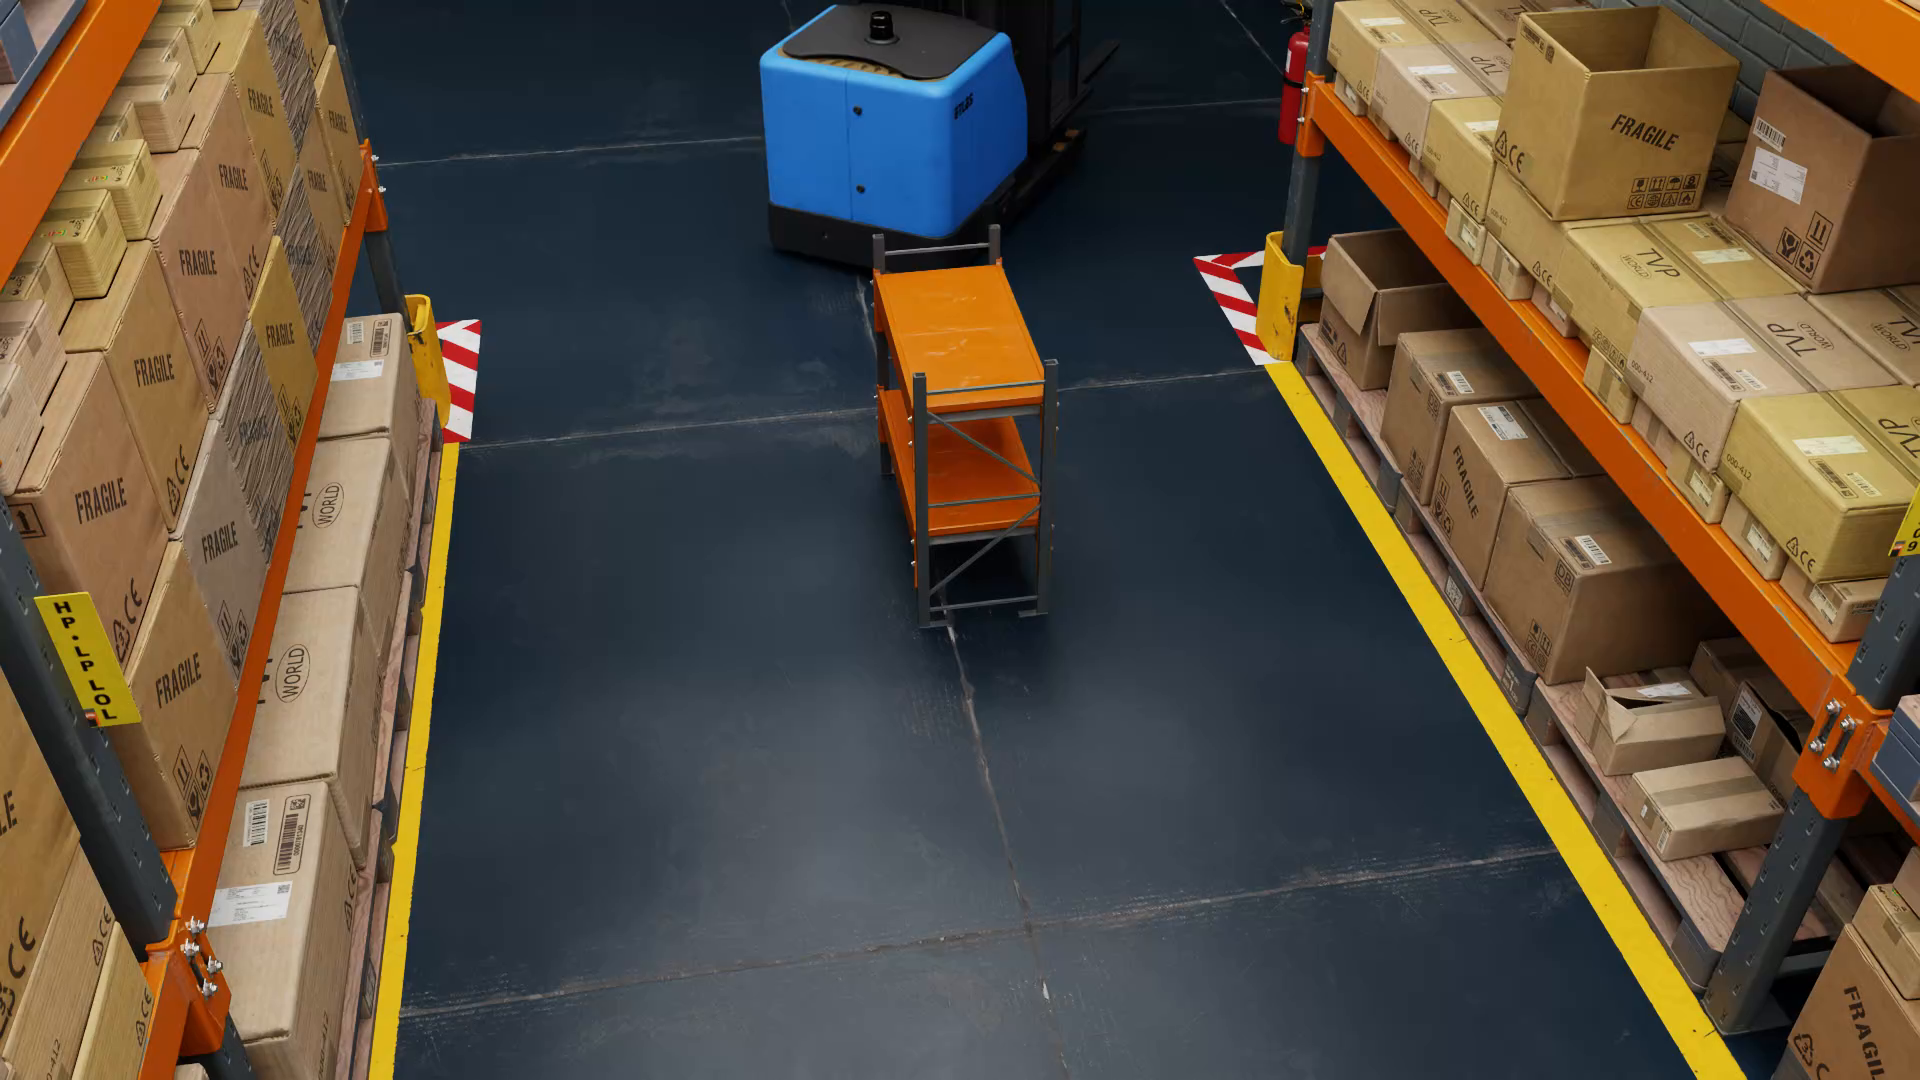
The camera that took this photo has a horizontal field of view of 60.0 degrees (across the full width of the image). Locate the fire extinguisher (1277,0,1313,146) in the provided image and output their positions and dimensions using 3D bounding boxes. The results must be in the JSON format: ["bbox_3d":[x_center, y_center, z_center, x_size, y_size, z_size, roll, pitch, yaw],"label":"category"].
[{"bbox_3d":[1.529,-2.094,7.367,0.296,0.674,0.183,-6,38,-8],"label":"fire extinguisher"}]

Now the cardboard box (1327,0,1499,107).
[{"bbox_3d":[1.825,-1.988,6.743,0.500,0.250,0.500,-6,38,-8],"label":"cardboard box"}]

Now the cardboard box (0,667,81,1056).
[{"bbox_3d":[-1.849,0.528,2.729,0.500,0.500,0.500,-5,38,-6],"label":"cardboard box"}]

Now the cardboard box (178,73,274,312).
[{"bbox_3d":[-2.267,-0.950,4.631,0.500,0.500,0.500,-6,38,-8],"label":"cardboard box"}]

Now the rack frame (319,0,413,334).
[{"bbox_3d":[-2.876,-1.696,6.489,1.000,3.000,0.127,-6,38,-8],"label":"rack frame"}]

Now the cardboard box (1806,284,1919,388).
[{"bbox_3d":[2.796,-0.505,4.835,0.500,0.250,0.500,-7,38,-8],"label":"cardboard box"}]

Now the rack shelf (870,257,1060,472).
[{"bbox_3d":[-0.001,-0.679,6.231,0.538,0.278,1.000,-6,38,-8],"label":"rack shelf"}]

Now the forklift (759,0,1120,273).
[{"bbox_3d":[0.077,-3.343,8.664,1.130,2.935,3.031,15,40,19],"label":"forklift"}]

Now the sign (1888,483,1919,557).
[{"bbox_3d":[2.179,-0.095,3.722,0.100,0.325,0.005,-6,38,-8],"label":"sign"}]

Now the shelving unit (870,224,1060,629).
[{"bbox_3d":[-0.001,-0.448,6.410,0.538,1.125,1.048,-6,38,-8],"label":"shelving unit"}]

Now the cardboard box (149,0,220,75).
[{"bbox_3d":[-2.338,-1.427,4.716,0.380,0.149,0.250,-5,38,-7],"label":"cardboard box"}]

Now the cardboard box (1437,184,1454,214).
[{"bbox_3d":[2.004,-1.282,6.161,0.380,0.149,0.250,-6,38,-7],"label":"cardboard box"}]

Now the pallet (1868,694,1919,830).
[{"bbox_3d":[2.744,0.754,3.491,1.003,0.211,1.213,-6,38,-8],"label":"pallet"}]

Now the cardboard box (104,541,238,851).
[{"bbox_3d":[-1.999,0.369,3.749,0.500,0.500,0.500,-5,38,-6],"label":"cardboard box"}]

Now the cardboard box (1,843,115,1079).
[{"bbox_3d":[-1.858,0.822,2.962,0.500,0.250,0.500,-6,38,-8],"label":"cardboard box"}]

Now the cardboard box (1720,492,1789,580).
[{"bbox_3d":[2.340,-0.038,4.558,0.380,0.149,0.250,-5,38,-7],"label":"cardboard box"}]

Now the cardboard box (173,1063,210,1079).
[{"bbox_3d":[-1.987,1.759,3.431,0.875,0.875,0.875,-5,38,-7],"label":"cardboard box"}]

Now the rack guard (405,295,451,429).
[{"bbox_3d":[-2.880,-0.724,7.274,1.175,0.500,0.348,-6,38,-8],"label":"rack guard"}]

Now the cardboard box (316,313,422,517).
[{"bbox_3d":[-2.662,-0.462,6.646,0.875,0.438,0.875,-7,38,-9],"label":"cardboard box"}]

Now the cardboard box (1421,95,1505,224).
[{"bbox_3d":[2.005,-1.377,5.958,0.500,0.250,0.500,-7,38,-9],"label":"cardboard box"}]

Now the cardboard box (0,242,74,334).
[{"bbox_3d":[-2.122,-0.492,3.514,0.380,0.149,0.250,-7,38,-9],"label":"cardboard box"}]

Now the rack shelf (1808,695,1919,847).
[{"bbox_3d":[3.062,1.676,2.735,1.077,0.370,4.000,-6,38,-8],"label":"rack shelf"}]

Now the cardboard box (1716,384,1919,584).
[{"bbox_3d":[2.382,-0.156,4.386,0.500,0.250,0.500,-5,38,-7],"label":"cardboard box"}]

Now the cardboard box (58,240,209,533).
[{"bbox_3d":[-2.102,-0.334,3.838,0.500,0.500,0.500,-7,38,-9],"label":"cardboard box"}]

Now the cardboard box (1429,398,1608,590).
[{"bbox_3d":[2.130,-0.181,6.233,0.500,0.500,0.500,-6,38,-7],"label":"cardboard box"}]

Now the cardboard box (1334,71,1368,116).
[{"bbox_3d":[1.798,-1.905,6.962,0.380,0.149,0.250,-7,38,-8],"label":"cardboard box"}]

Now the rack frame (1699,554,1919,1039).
[{"bbox_3d":[2.712,0.184,4.069,1.000,3.000,0.127,-6,38,-8],"label":"rack frame"}]

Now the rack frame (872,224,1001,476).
[{"bbox_3d":[-0.090,-0.755,6.805,0.500,1.125,0.032,-6,38,-8],"label":"rack frame"}]

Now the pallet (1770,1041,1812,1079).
[{"bbox_3d":[2.891,1.772,4.297,1.003,0.211,1.213,-6,38,-8],"label":"pallet"}]

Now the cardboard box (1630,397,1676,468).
[{"bbox_3d":[2.251,-0.353,4.965,0.380,0.149,0.250,-5,38,-7],"label":"cardboard box"}]

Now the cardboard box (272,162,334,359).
[{"bbox_3d":[-2.358,-0.859,5.329,0.500,0.500,0.500,-5,38,-7],"label":"cardboard box"}]

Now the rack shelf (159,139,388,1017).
[{"bbox_3d":[-2.525,-0.204,5.154,1.077,0.370,4.000,-6,38,-8],"label":"rack shelf"}]

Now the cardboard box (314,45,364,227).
[{"bbox_3d":[-2.531,-1.473,6.119,0.500,0.500,0.500,-6,38,-8],"label":"cardboard box"}]

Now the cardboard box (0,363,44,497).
[{"bbox_3d":[-1.974,-0.189,3.124,0.380,0.149,0.250,-7,38,-9],"label":"cardboard box"}]

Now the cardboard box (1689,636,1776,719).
[{"bbox_3d":[2.752,0.457,5.698,0.380,0.149,0.250,-7,38,-9],"label":"cardboard box"}]

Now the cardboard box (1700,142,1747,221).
[{"bbox_3d":[2.615,-1.114,5.619,0.500,0.250,0.500,-6,38,-8],"label":"cardboard box"}]

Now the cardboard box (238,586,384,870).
[{"bbox_3d":[-2.337,0.634,5.235,0.875,0.438,0.875,-7,38,-9],"label":"cardboard box"}]

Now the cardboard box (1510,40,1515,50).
[{"bbox_3d":[2.441,-1.730,6.411,0.500,0.250,0.500,-6,38,-8],"label":"cardboard box"}]

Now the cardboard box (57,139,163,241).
[{"bbox_3d":[-2.123,-0.813,3.926,0.380,0.149,0.250,-7,38,-9],"label":"cardboard box"}]

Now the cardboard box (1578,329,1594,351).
[{"bbox_3d":[2.244,-0.673,5.375,0.380,0.149,0.250,-6,38,-7],"label":"cardboard box"}]

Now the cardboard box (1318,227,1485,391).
[{"bbox_3d":[2.024,-1.033,7.327,0.797,0.503,0.637,-8,38,-10],"label":"cardboard box"}]

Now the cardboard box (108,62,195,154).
[{"bbox_3d":[-2.223,-1.111,4.310,0.380,0.149,0.250,-6,38,-8],"label":"cardboard box"}]

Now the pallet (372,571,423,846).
[{"bbox_3d":[-2.448,0.615,5.787,1.003,0.211,1.213,-6,38,-8],"label":"pallet"}]

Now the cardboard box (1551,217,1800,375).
[{"bbox_3d":[2.205,-0.760,5.163,0.500,0.250,0.500,-6,38,-8],"label":"cardboard box"}]

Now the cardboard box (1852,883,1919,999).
[{"bbox_3d":[2.513,0.994,4.192,0.380,0.149,0.250,-5,38,-6],"label":"cardboard box"}]

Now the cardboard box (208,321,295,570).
[{"bbox_3d":[-2.164,-0.237,4.528,0.500,0.500,0.500,-6,38,-8],"label":"cardboard box"}]

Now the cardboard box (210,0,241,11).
[{"bbox_3d":[-2.416,-1.737,5.116,0.380,0.149,0.250,-5,38,-7],"label":"cardboard box"}]

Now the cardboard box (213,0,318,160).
[{"bbox_3d":[-2.436,-1.553,5.407,0.500,0.500,0.500,-6,38,-8],"label":"cardboard box"}]

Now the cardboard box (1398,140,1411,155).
[{"bbox_3d":[1.968,-1.602,6.571,0.380,0.149,0.250,-7,38,-9],"label":"cardboard box"}]

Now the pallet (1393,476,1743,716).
[{"bbox_3d":[2.375,0.131,6.409,1.003,0.211,1.213,-6,38,-8],"label":"pallet"}]

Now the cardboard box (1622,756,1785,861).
[{"bbox_3d":[2.325,0.839,5.207,0.380,0.149,0.250,-7,38,-9],"label":"cardboard box"}]

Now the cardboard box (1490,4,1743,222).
[{"bbox_3d":[2.088,-1.378,5.347,0.500,0.500,0.500,-5,38,-7],"label":"cardboard box"}]

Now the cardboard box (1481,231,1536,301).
[{"bbox_3d":[2.041,-0.965,5.752,0.380,0.149,0.250,-5,38,-7],"label":"cardboard box"}]
